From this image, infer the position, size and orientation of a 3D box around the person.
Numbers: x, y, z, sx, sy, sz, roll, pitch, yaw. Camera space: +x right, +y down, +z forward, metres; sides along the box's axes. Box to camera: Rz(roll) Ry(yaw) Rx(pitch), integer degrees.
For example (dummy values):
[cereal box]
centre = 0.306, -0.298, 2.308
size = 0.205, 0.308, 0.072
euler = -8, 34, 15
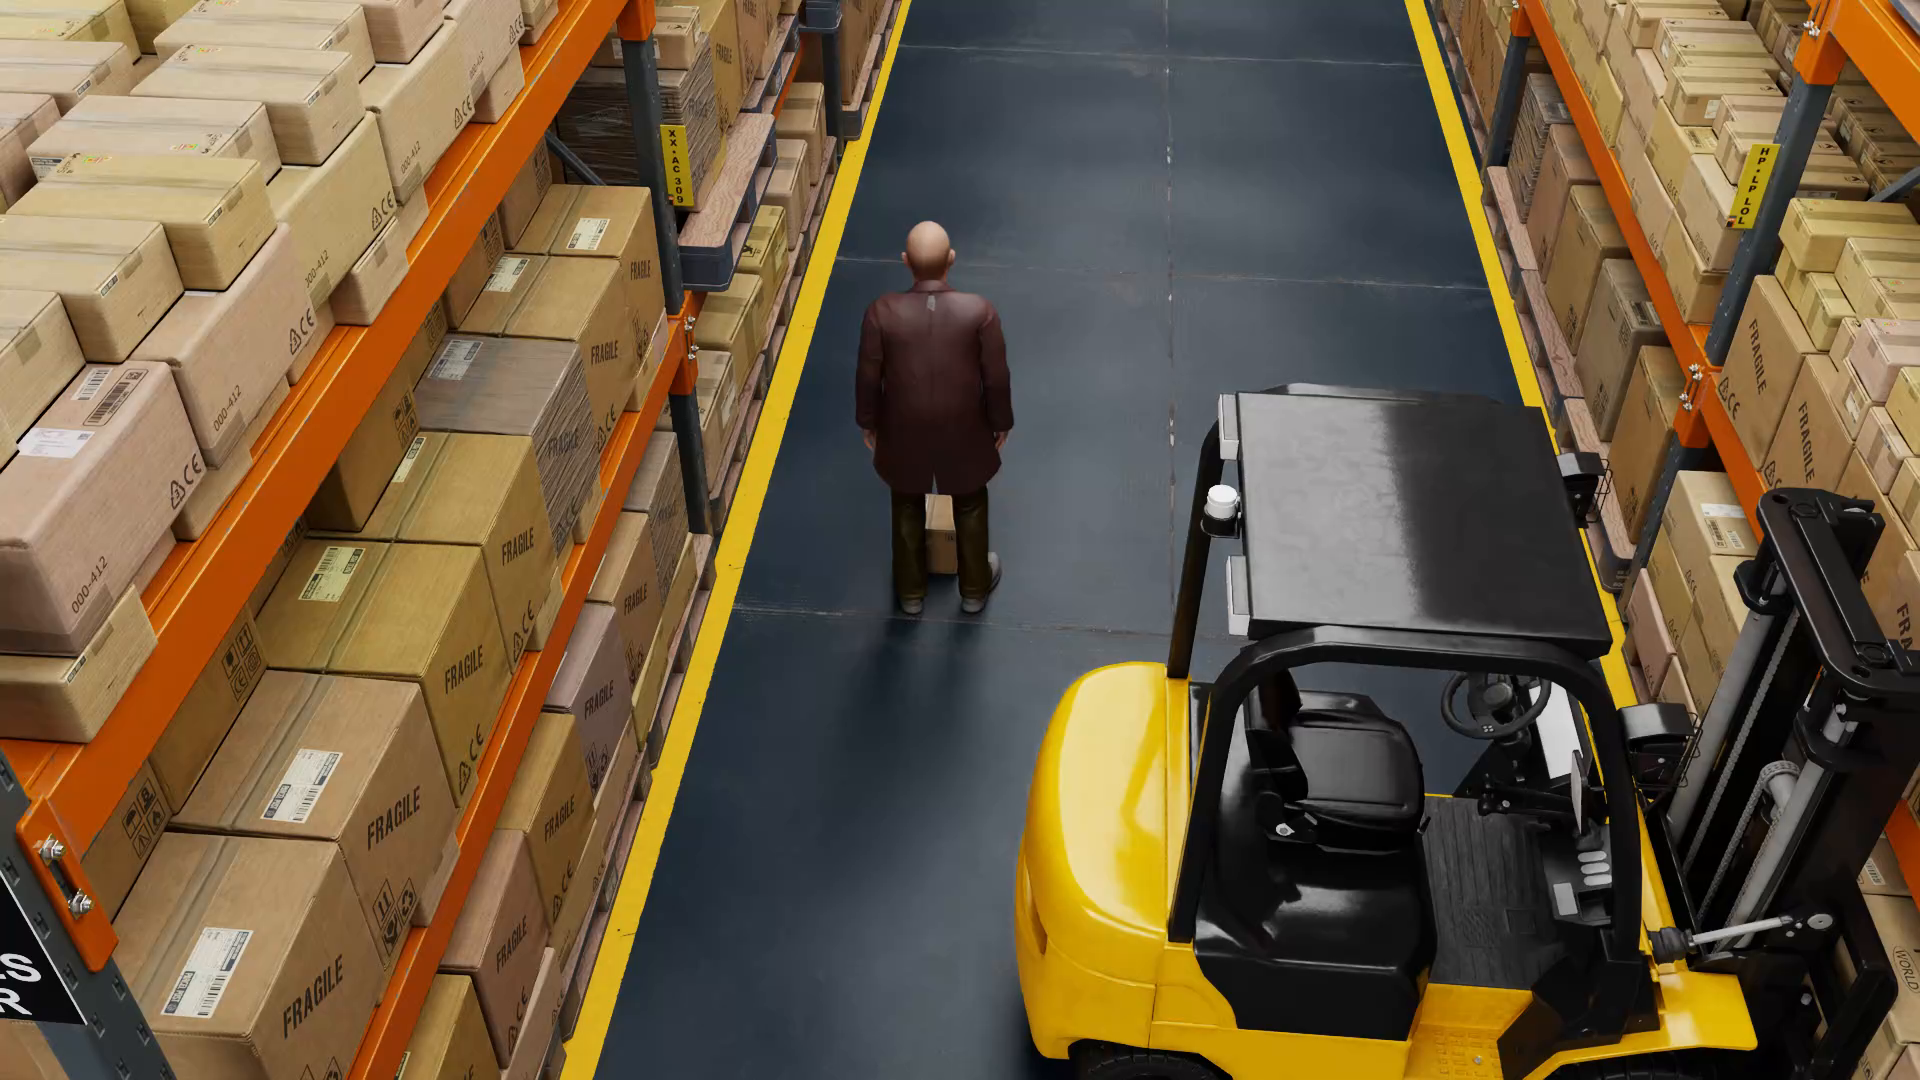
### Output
[person]
centre = -0.102, -0.461, 6.726
size = 0.643, 1.774, 0.426
euler = 1, 40, 1
